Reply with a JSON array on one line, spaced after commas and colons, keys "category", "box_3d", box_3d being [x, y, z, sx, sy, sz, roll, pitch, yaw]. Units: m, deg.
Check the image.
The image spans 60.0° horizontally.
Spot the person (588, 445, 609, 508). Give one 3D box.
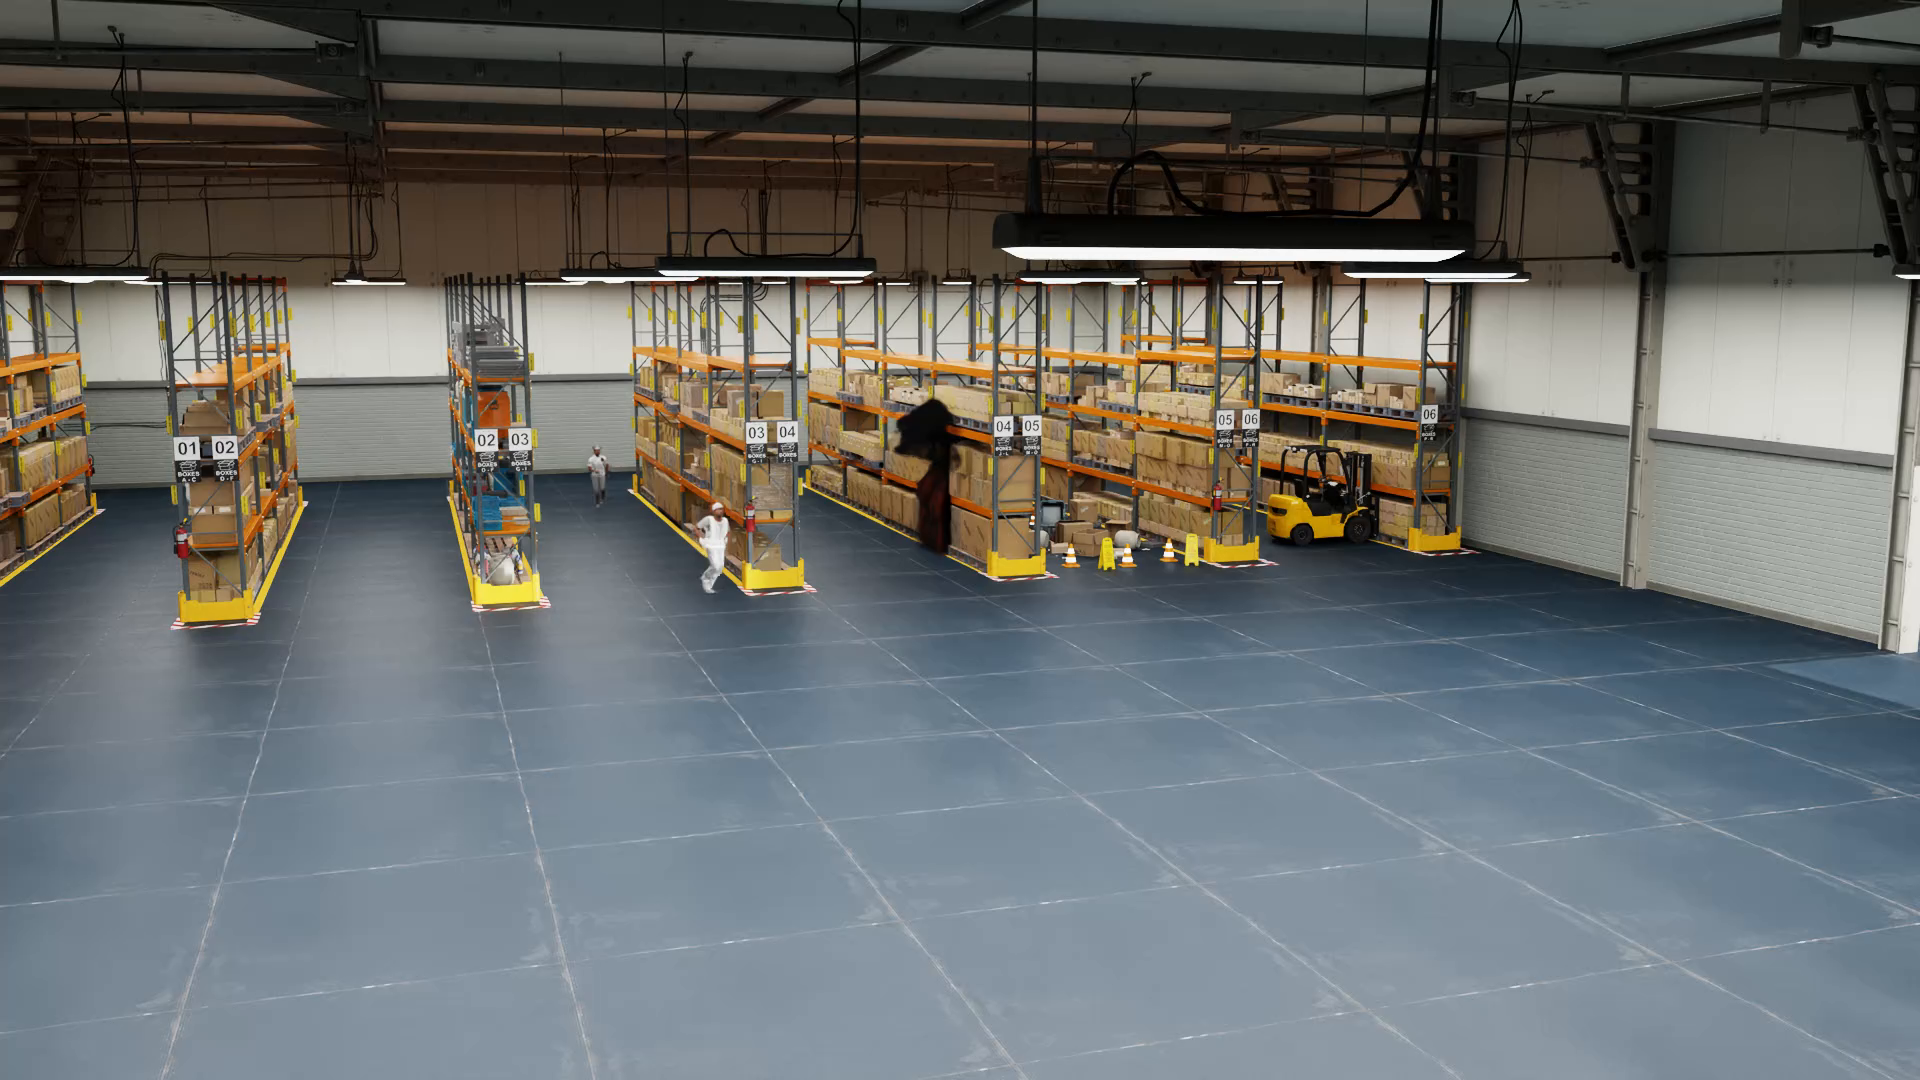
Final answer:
[{"category": "person", "box_3d": [-9.452, -1.662, 43.558, 0.561, 1.661, 0.562, -3, 9, -16]}]

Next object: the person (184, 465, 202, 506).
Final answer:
[{"category": "person", "box_3d": [-18.672, -1.256, 40.560, 0.667, 1.788, 0.911, -4, 9, -24]}]

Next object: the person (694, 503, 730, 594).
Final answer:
[{"category": "person", "box_3d": [-4.588, 0.151, 31.334, 0.556, 1.721, 0.668, 8, 12, 43]}]

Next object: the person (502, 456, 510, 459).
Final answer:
[{"category": "person", "box_3d": [-12.747, -2.134, 46.586, 0.753, 1.782, 0.717, 1, 9, 10]}]
